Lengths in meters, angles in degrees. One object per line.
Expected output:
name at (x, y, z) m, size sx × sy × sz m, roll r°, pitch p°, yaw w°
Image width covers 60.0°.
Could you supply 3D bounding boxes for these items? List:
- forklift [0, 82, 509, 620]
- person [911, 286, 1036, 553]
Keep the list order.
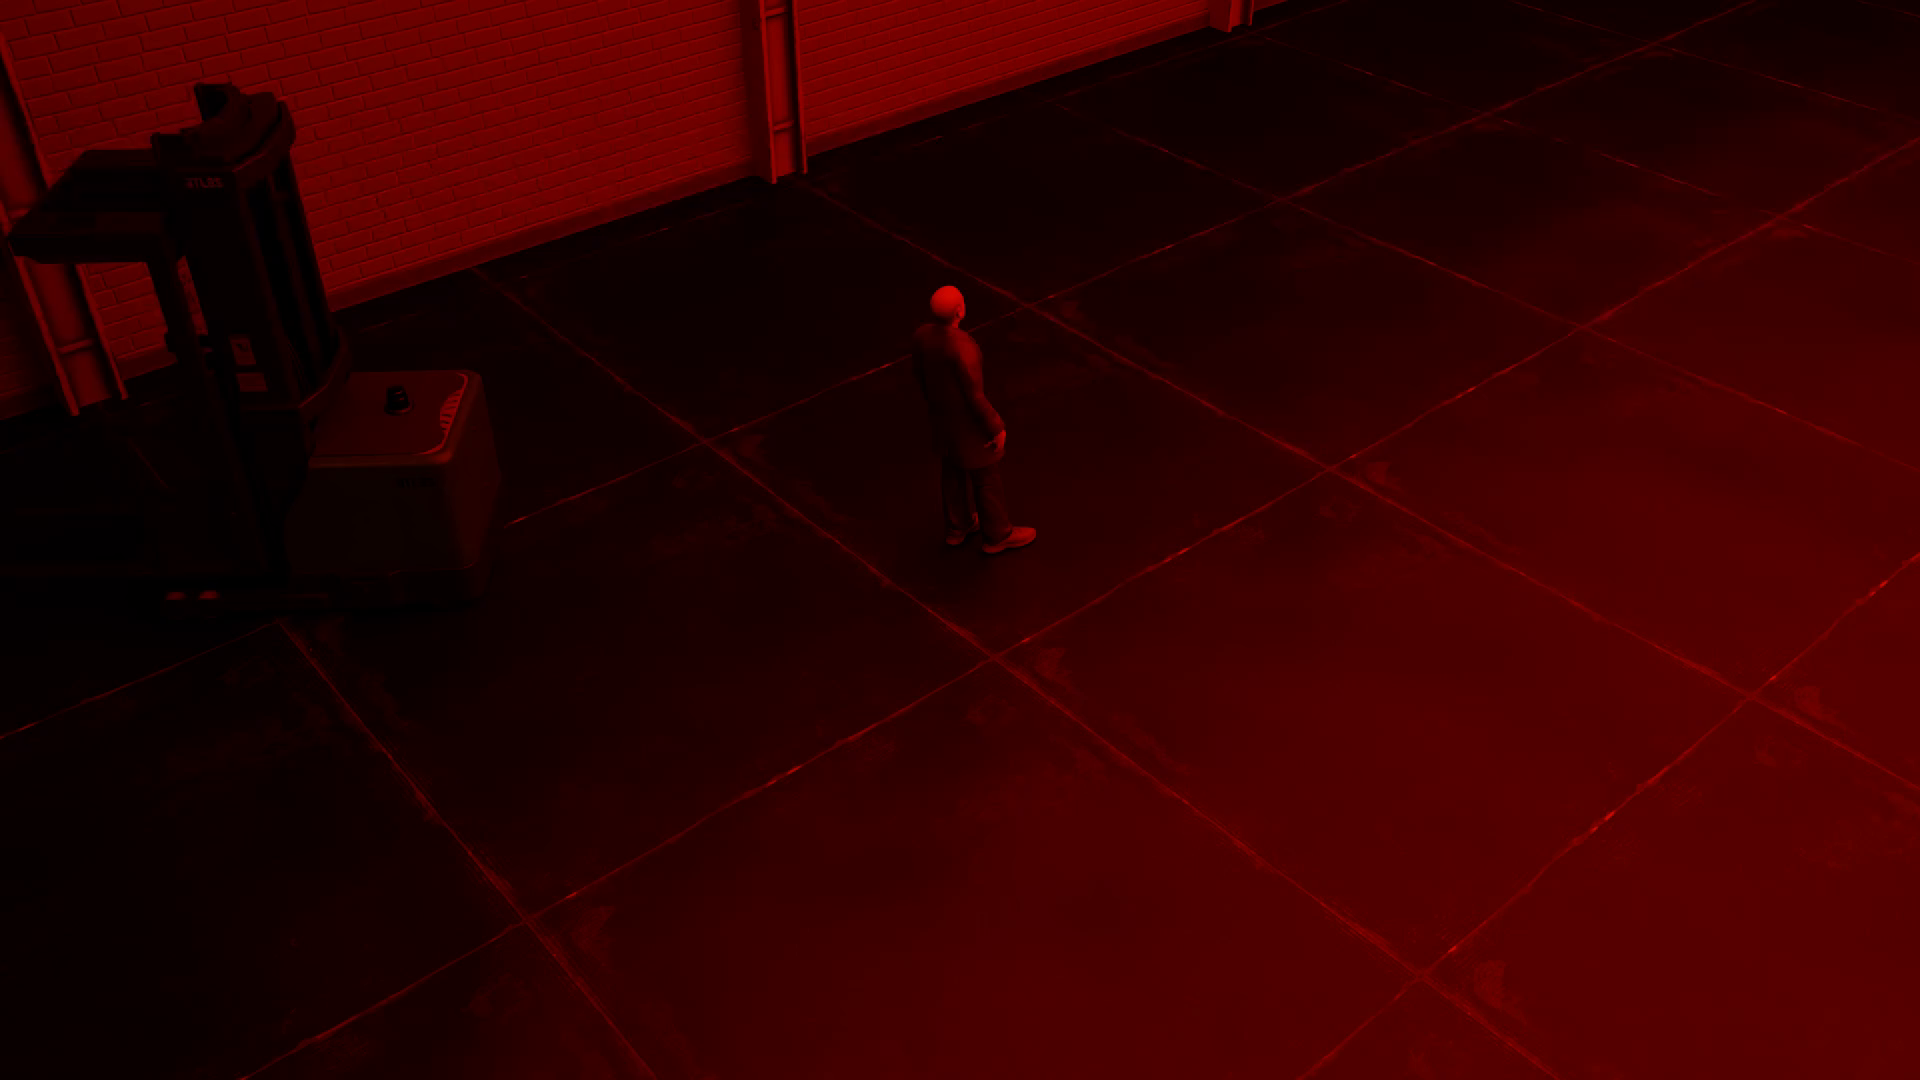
forklift at (-4.380, -1.031, 9.428) m, size 3.031 × 2.935 × 1.130 m, roll -2°, pitch 36°, yaw -2°
person at (0.072, -0.755, 10.013) m, size 0.582 × 1.776 × 0.696 m, roll -27°, pitch 44°, yaw -32°
